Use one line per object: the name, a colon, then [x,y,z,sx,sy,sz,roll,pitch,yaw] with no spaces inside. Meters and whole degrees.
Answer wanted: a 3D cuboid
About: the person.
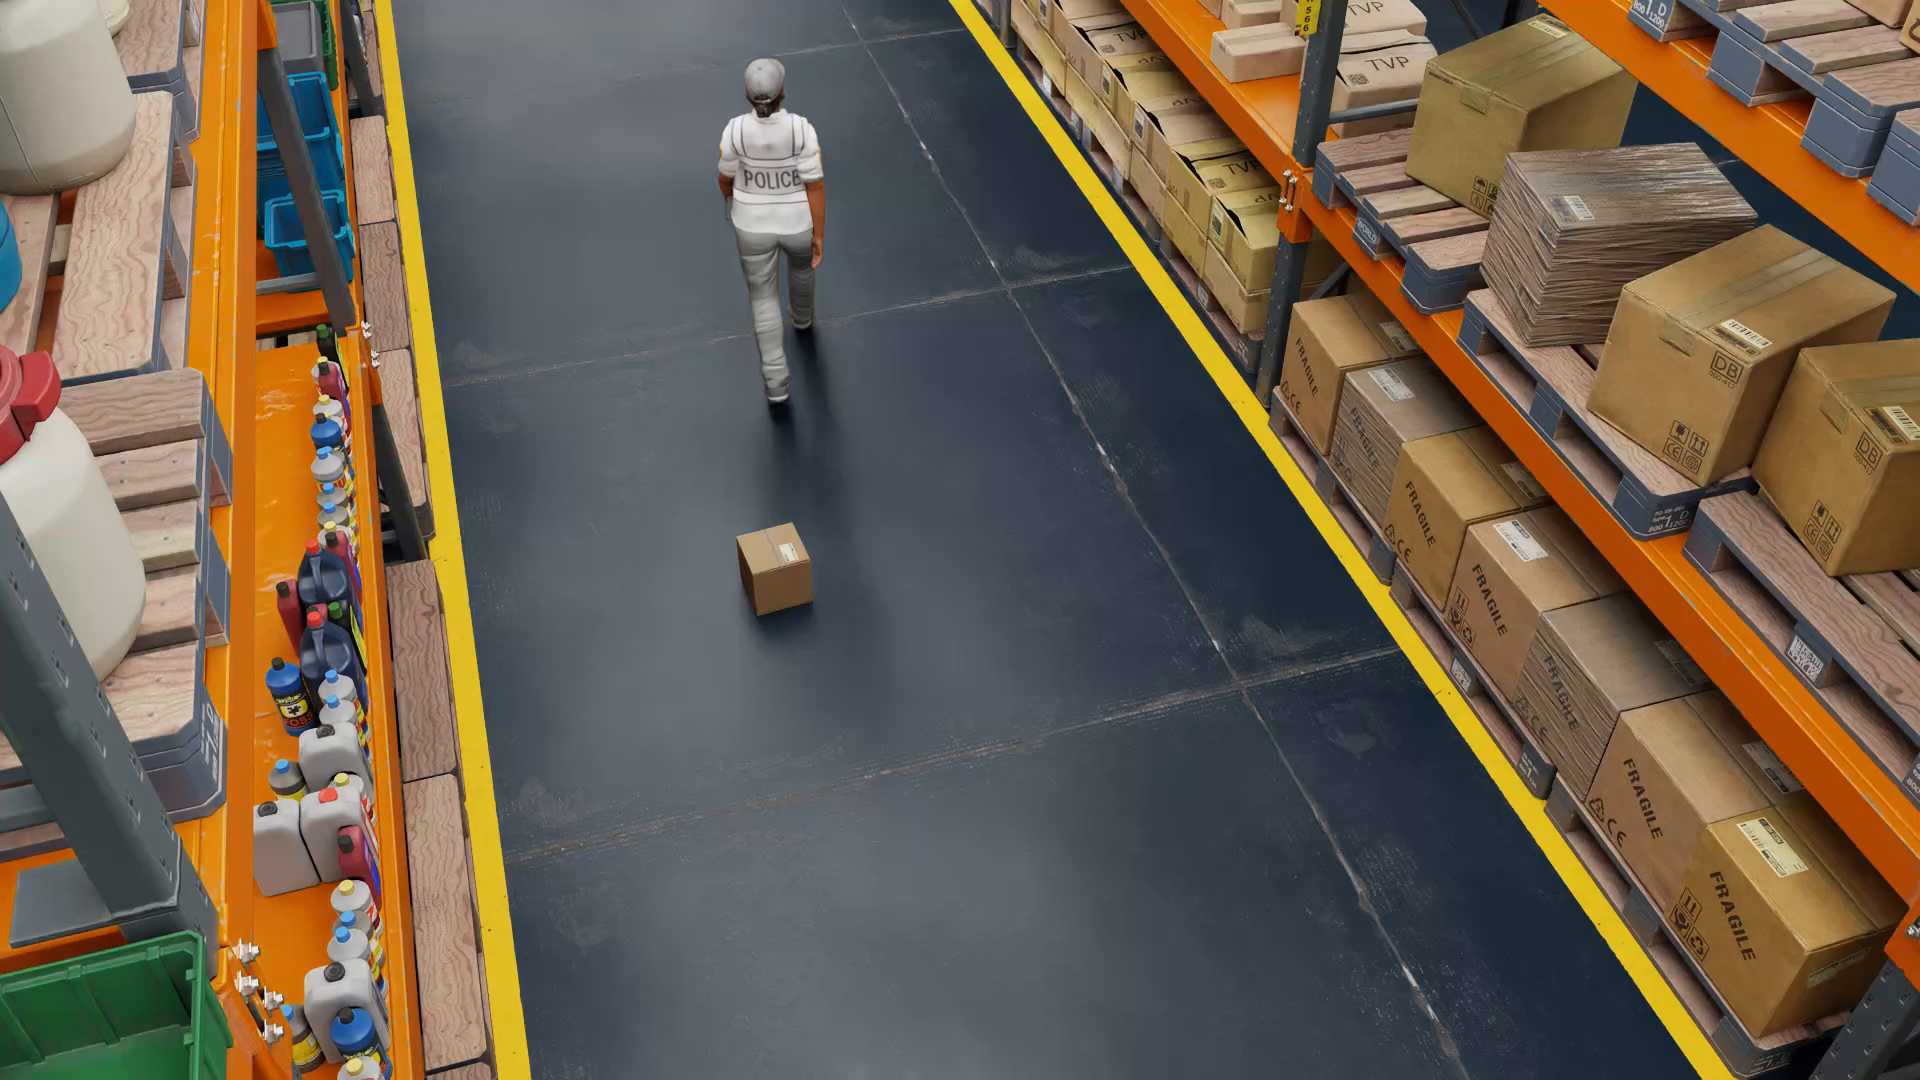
person: [-0.878,-1.524,7.820,0.481,1.607,1.000,-7,43,-8]
